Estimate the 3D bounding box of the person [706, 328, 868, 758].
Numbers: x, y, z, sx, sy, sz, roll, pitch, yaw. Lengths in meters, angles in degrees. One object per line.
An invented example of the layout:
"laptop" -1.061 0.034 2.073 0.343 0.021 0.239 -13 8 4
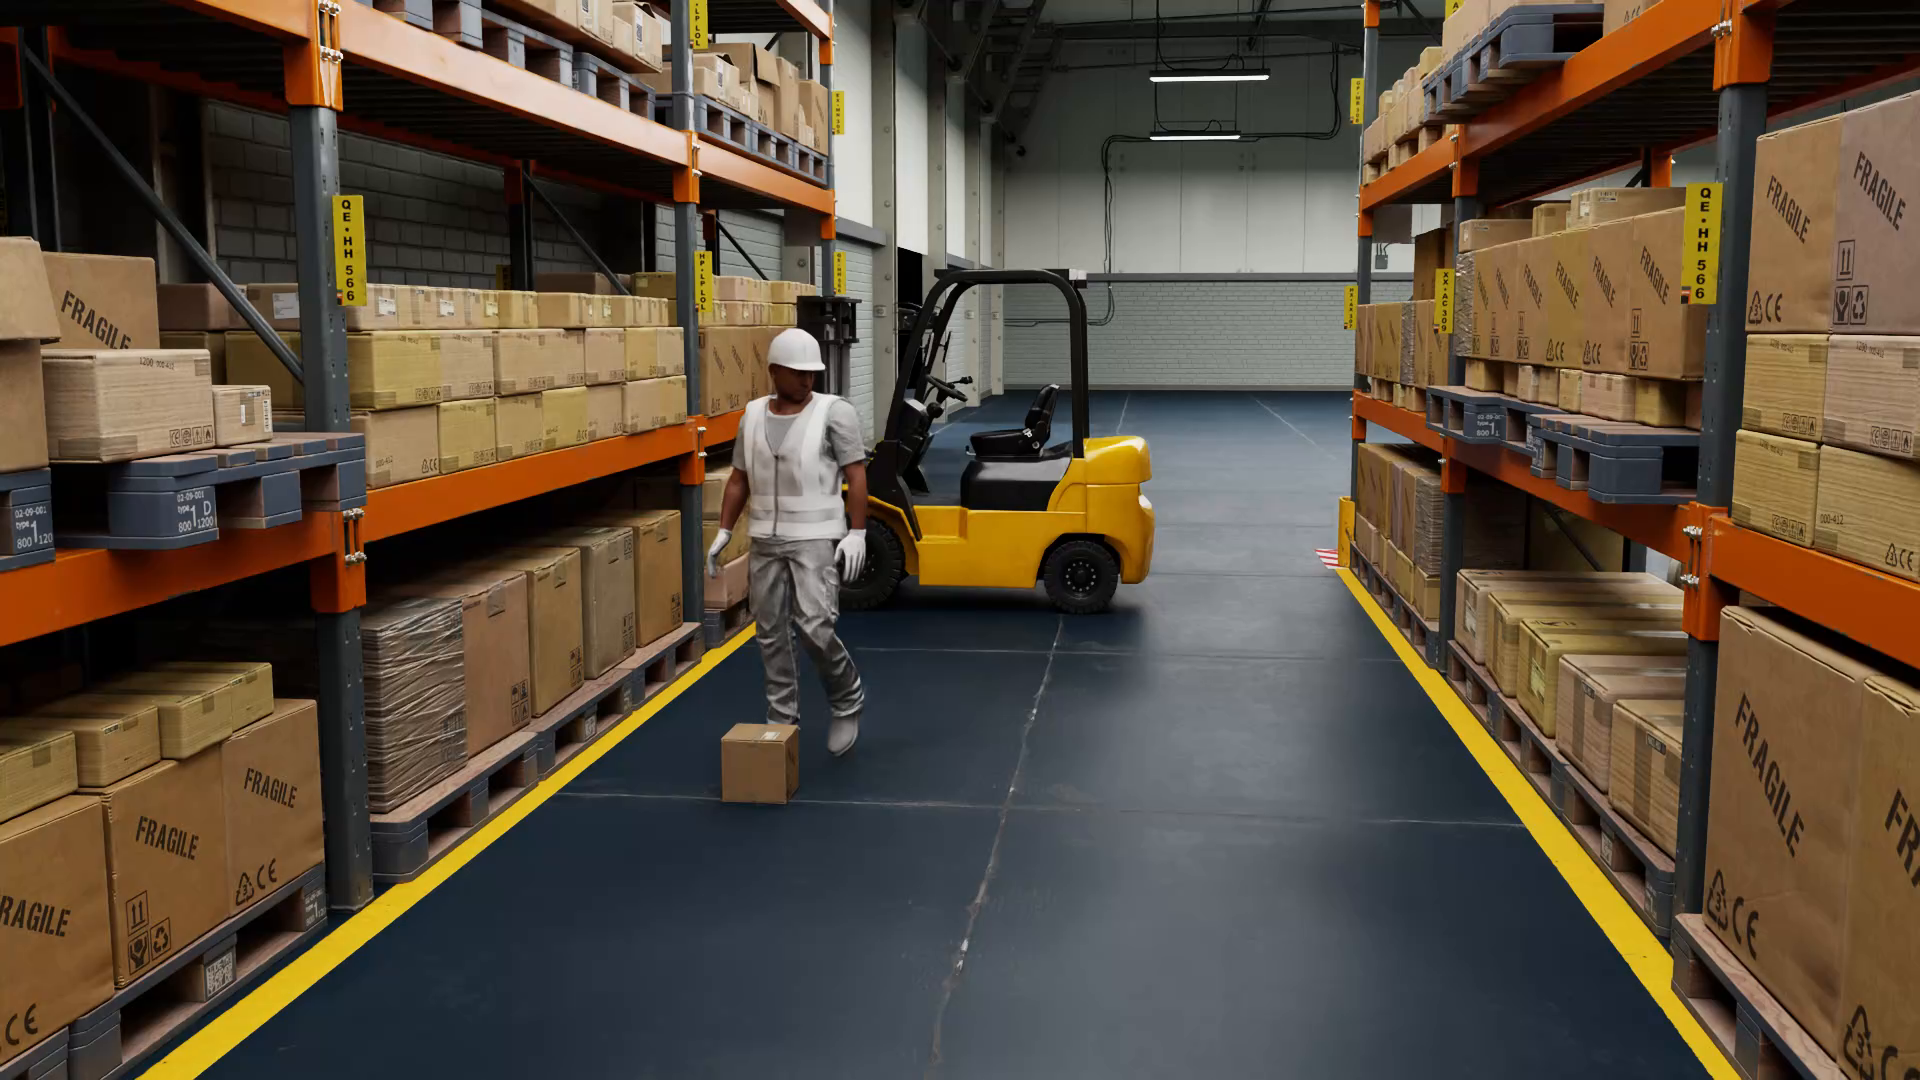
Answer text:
"person" -0.700 0.018 6.901 0.621 1.780 0.481 4 9 28
